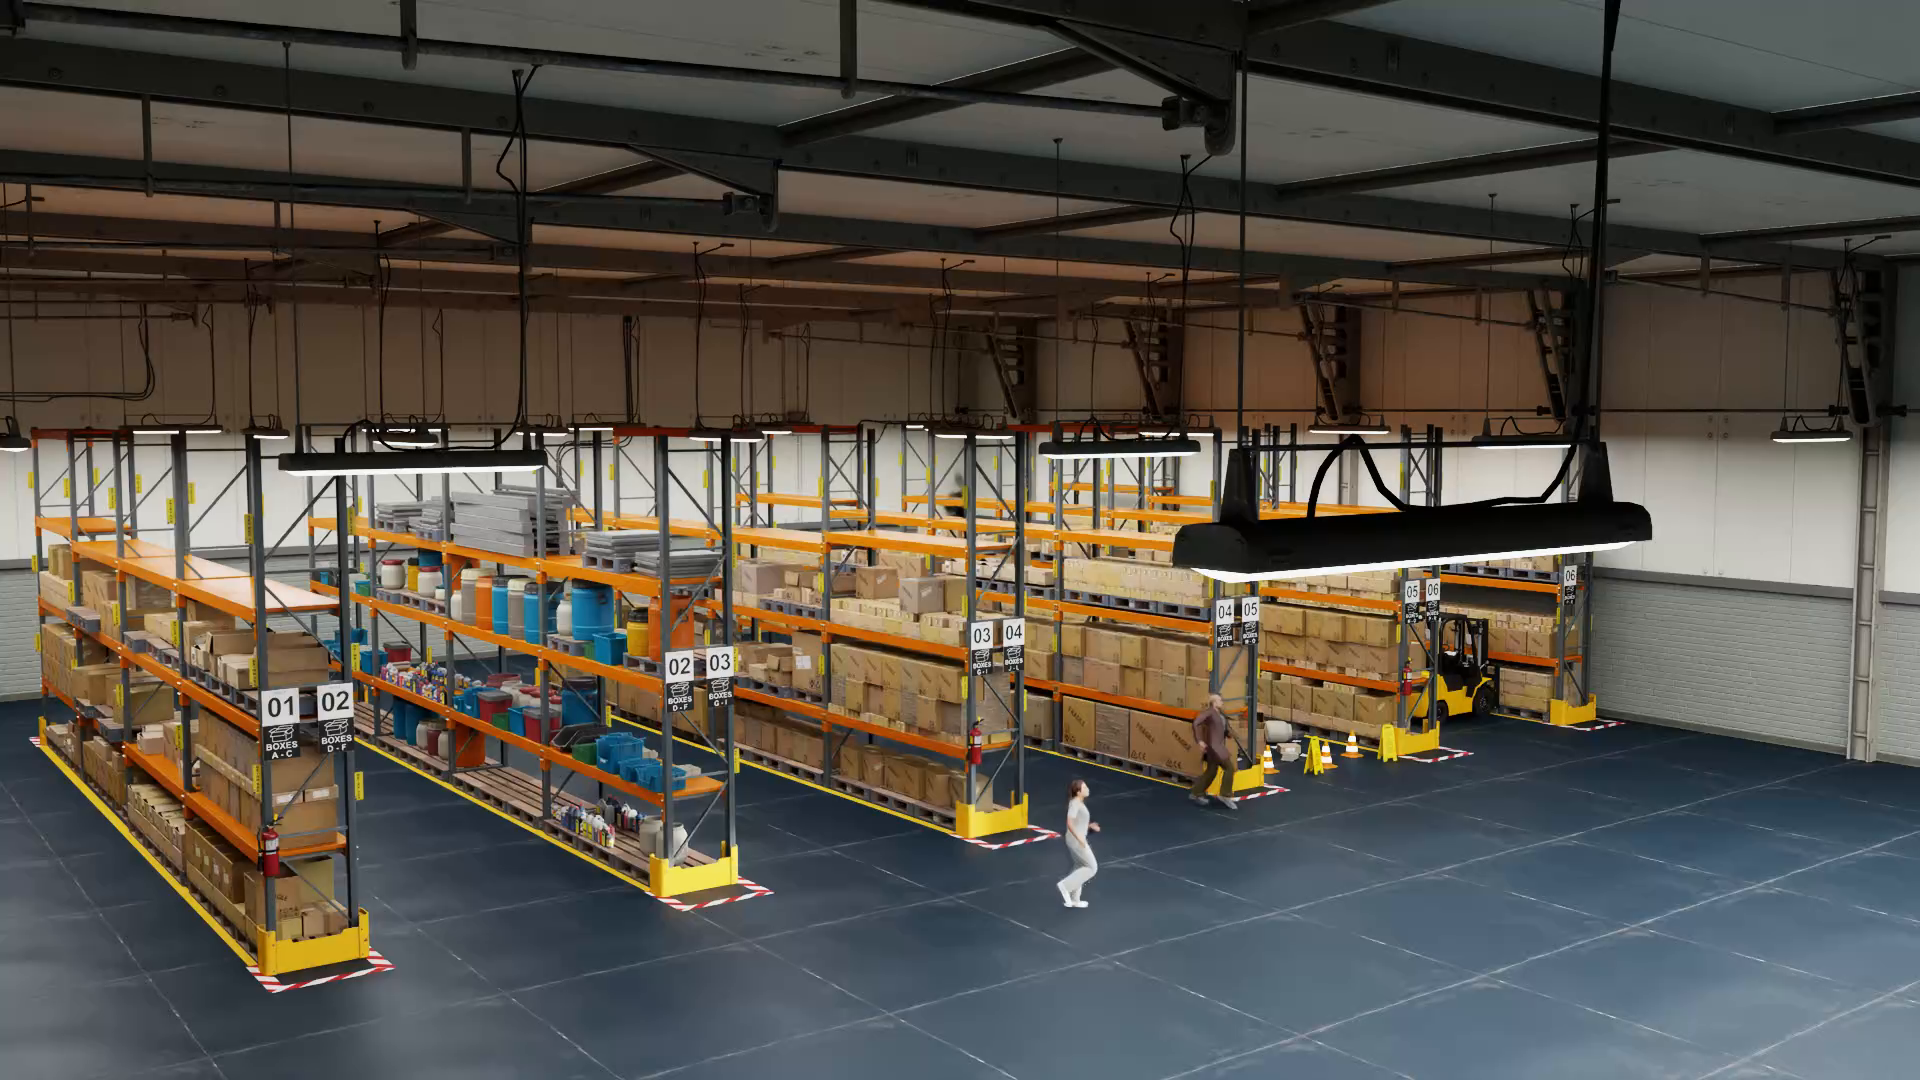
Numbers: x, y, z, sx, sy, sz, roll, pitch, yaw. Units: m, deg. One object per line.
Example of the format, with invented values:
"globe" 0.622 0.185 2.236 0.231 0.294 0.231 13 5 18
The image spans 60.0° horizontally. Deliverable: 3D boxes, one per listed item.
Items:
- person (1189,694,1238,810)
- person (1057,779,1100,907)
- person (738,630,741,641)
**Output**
"person" 4.104 3.363 26.601 0.823 1.763 0.690 2 5 23
"person" 1.513 3.856 21.186 0.582 1.637 0.555 0 4 -4
"person" -5.299 2.601 38.113 0.536 1.542 0.776 -4 6 -44
